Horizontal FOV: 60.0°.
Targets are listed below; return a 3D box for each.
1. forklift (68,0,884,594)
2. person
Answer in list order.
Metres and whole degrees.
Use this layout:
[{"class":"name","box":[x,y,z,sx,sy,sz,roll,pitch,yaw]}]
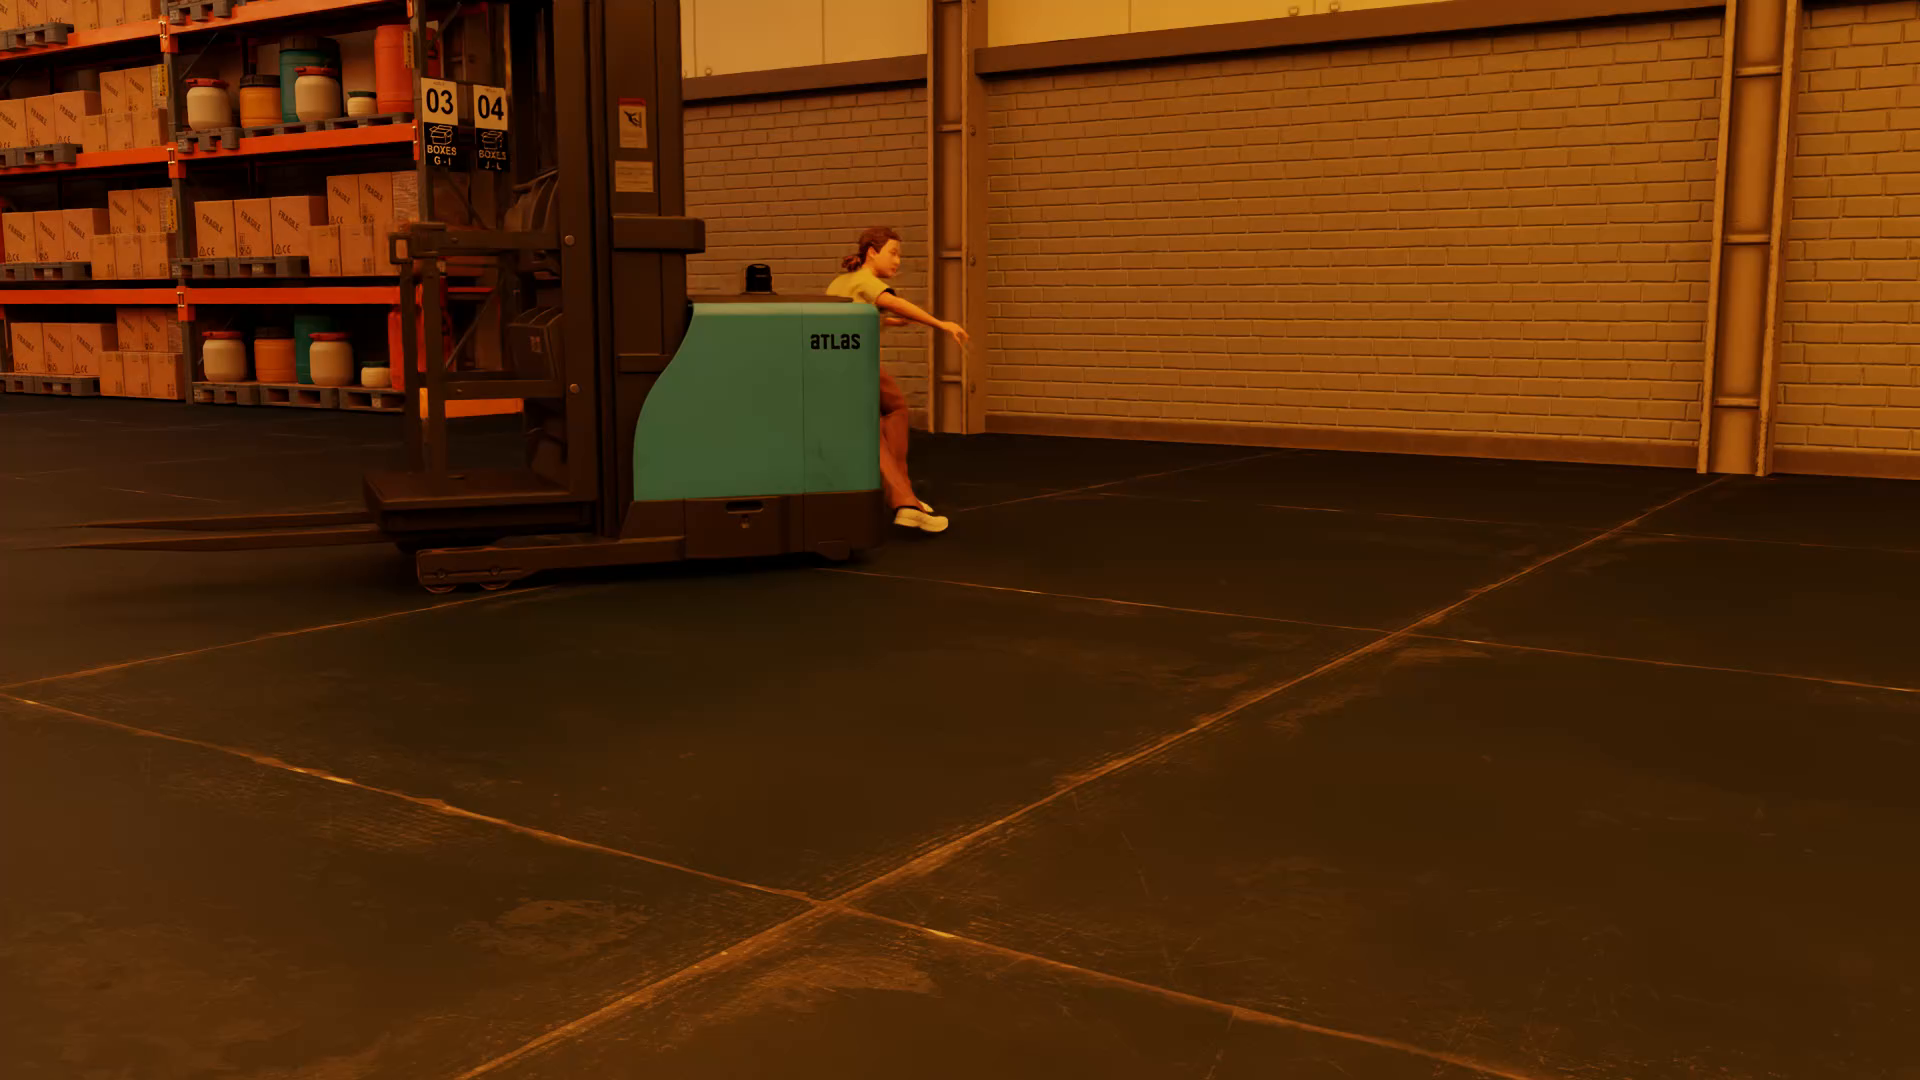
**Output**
[{"class":"forklift","box":[-1.881,-1.335,6.579,3.031,2.935,1.130,-3,9,-23]},{"class":"person","box":[-0.309,-0.790,8.014,0.887,1.422,0.879,5,10,33]}]
